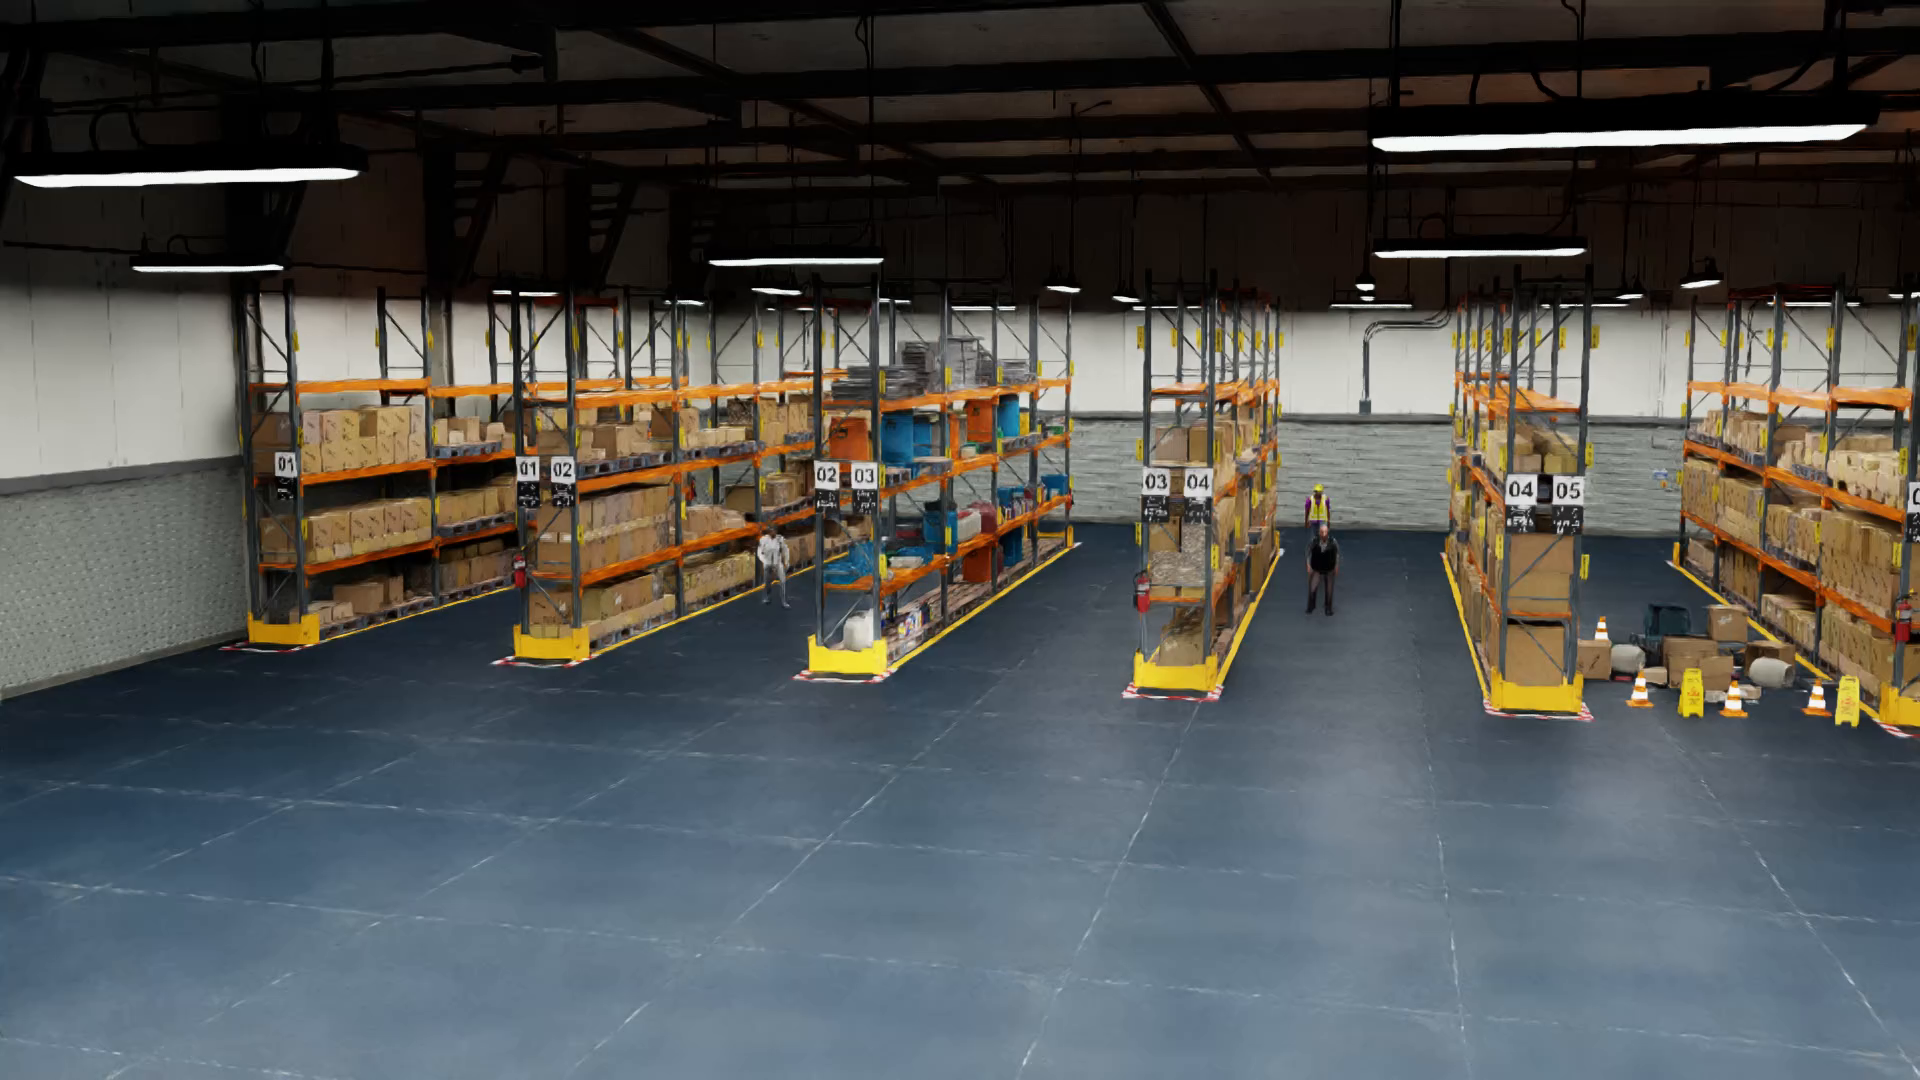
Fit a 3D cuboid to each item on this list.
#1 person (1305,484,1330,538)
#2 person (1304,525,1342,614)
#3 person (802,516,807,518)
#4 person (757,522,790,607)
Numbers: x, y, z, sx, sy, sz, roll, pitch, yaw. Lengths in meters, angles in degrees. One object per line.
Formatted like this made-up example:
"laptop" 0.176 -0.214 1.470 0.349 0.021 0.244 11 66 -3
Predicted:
"person" 8.293 -0.470 38.585 0.577 1.691 1.121 2 7 16
"person" 6.632 0.537 30.429 0.677 1.674 0.534 2 7 12
"person" -4.593 -1.412 46.950 0.594 1.589 0.472 -4 8 -30
"person" -3.509 0.439 31.366 0.630 1.604 0.811 0 7 -3
